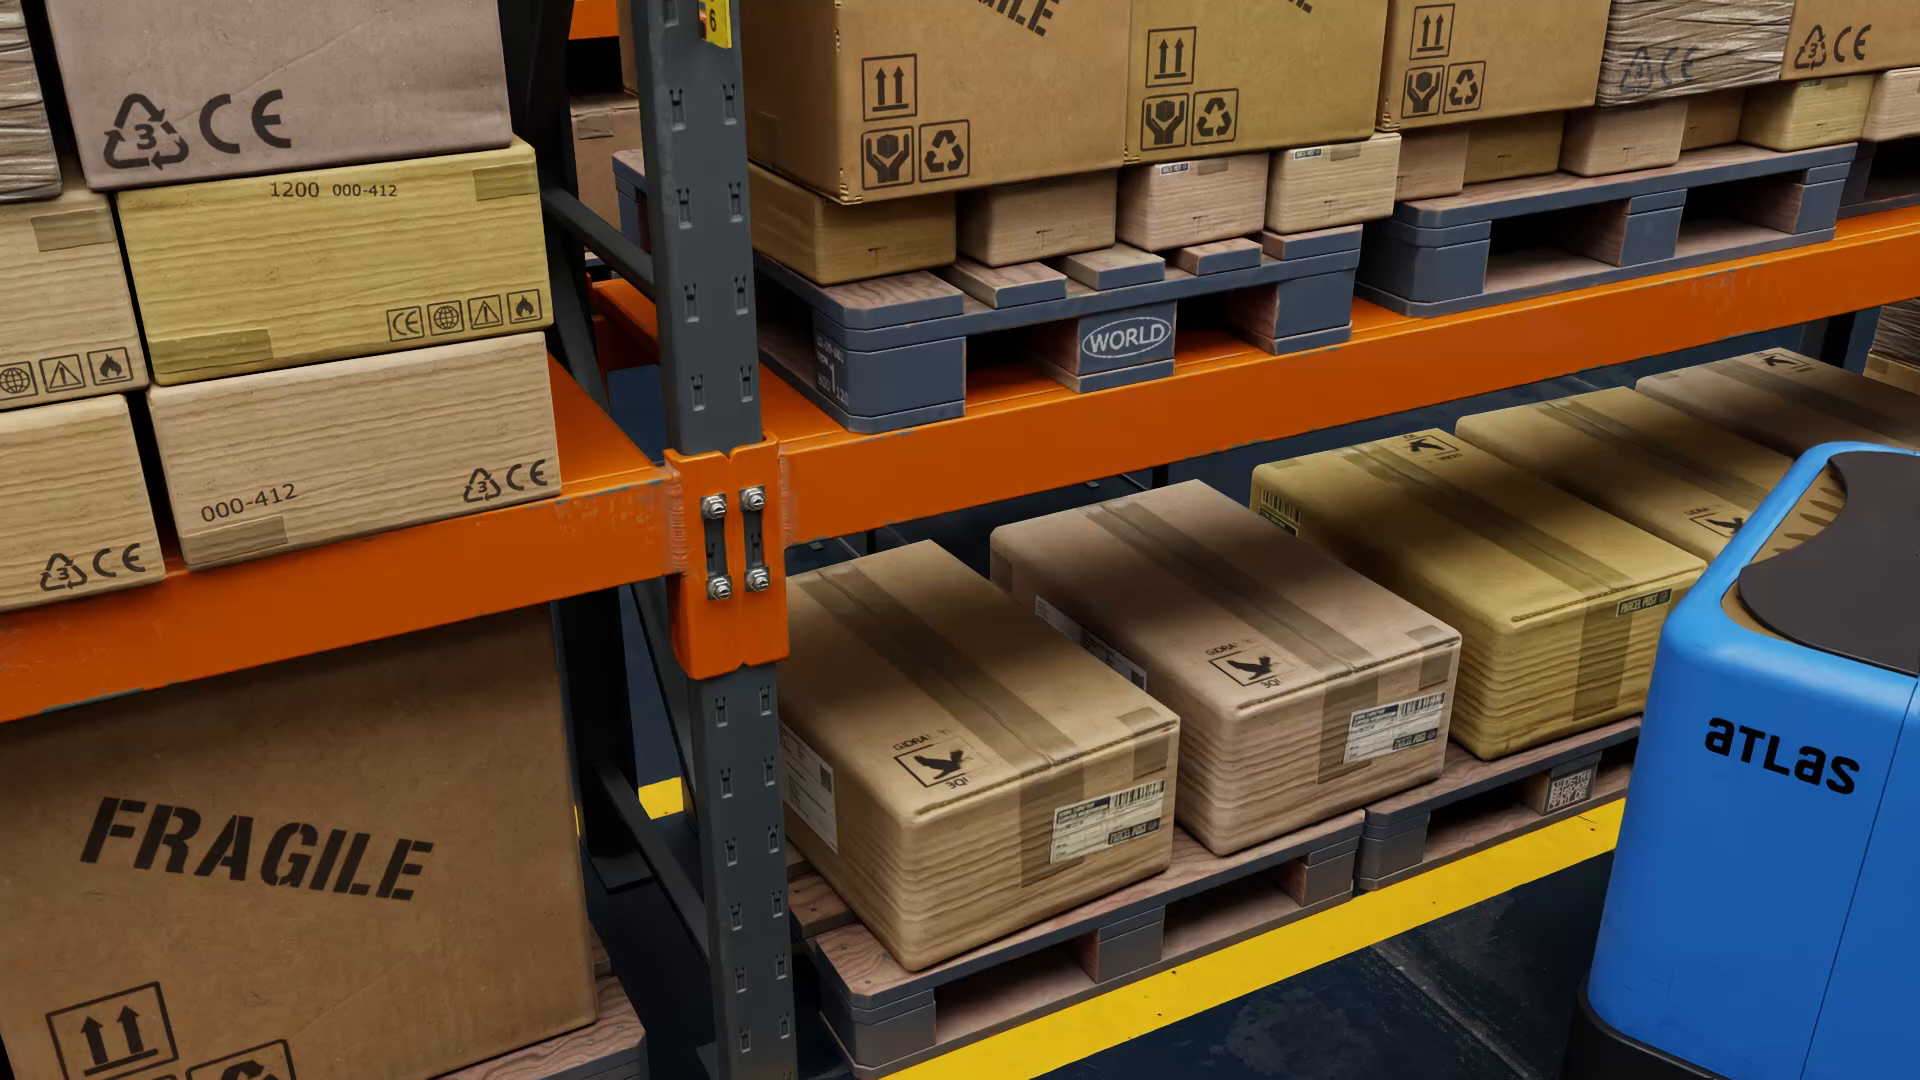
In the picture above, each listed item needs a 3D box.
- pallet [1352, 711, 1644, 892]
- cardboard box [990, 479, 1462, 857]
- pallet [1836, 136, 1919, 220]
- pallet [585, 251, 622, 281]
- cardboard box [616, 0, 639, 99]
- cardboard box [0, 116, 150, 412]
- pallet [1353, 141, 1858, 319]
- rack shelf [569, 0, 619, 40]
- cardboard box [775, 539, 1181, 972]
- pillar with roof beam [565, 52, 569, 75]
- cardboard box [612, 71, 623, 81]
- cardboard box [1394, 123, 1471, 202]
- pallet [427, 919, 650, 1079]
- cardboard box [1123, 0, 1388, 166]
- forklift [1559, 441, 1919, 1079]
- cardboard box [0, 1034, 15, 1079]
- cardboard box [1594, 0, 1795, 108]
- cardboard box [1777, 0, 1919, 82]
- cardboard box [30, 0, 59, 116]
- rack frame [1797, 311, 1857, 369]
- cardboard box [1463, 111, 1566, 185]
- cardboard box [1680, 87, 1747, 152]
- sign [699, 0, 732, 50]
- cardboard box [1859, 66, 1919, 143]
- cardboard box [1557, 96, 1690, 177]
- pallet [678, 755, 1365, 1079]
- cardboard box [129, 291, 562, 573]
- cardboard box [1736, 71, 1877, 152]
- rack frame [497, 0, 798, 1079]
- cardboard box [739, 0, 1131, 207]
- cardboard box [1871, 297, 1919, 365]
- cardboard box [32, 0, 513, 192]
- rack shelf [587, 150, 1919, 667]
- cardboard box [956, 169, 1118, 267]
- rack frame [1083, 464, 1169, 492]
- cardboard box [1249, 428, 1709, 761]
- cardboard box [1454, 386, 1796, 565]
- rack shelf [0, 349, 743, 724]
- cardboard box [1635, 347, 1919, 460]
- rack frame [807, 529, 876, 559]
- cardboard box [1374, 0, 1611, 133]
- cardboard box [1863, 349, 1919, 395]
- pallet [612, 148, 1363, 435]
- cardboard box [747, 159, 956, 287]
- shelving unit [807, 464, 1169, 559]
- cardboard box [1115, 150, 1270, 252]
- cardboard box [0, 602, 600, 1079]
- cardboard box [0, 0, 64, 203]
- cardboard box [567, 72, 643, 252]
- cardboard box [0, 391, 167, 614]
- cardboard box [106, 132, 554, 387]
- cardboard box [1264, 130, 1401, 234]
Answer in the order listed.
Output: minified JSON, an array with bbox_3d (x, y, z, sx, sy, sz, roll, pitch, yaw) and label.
[{"bbox_3d":[1.183,0.368,4.239,1.213,0.211,1.003,-13,29,-25],"label":"pallet"},{"bbox_3d":[0.568,0.247,3.820,0.625,0.372,0.950,-14,29,-26],"label":"cardboard box"},{"bbox_3d":[2.204,-1.112,4.321,1.213,0.211,1.003,-13,29,-25],"label":"pallet"},{"bbox_3d":[-2.177,-1.274,7.660,1.213,0.211,1.003,-13,29,-25],"label":"pallet"},{"bbox_3d":[-0.312,-1.051,3.028,0.500,0.500,0.500,-14,29,-27],"label":"cardboard box"},{"bbox_3d":[-1.341,-0.340,2.087,0.500,0.250,0.500,-14,29,-26],"label":"cardboard box"},{"bbox_3d":[1.145,-0.816,3.705,1.213,0.211,1.003,-13,29,-25],"label":"pallet"},{"bbox_3d":[-1.157,-2.461,7.742,4.000,0.370,1.077,-13,29,-25],"label":"rack shelf"},{"bbox_3d":[-0.079,0.401,3.501,0.625,0.372,0.950,-15,30,-29],"label":"cardboard box"},{"bbox_3d":[-0.169,-4.048,3.285,0.400,9.000,9.100,-13,29,-25],"label":"pillar with roof beam"},{"bbox_3d":[-1.198,-1.892,7.984,0.625,0.625,0.875,-14,29,-27],"label":"cardboard box"},{"bbox_3d":[0.749,-0.765,3.182,0.250,0.149,0.380,-11,28,-22],"label":"cardboard box"},{"bbox_3d":[-1.314,0.905,3.120,1.213,0.211,1.003,-13,29,-25],"label":"pallet"},{"bbox_3d":[0.380,-0.964,2.848,0.500,0.500,0.500,-11,28,-22],"label":"cardboard box"},{"bbox_3d":[2.543,-0.007,1.879,3.031,2.935,1.130,19,31,34],"label":"forklift"},{"bbox_3d":[-2.020,0.574,2.558,0.875,0.875,0.875,-13,28,-24],"label":"cardboard box"},{"bbox_3d":[1.290,-1.174,3.284,0.500,0.500,0.500,-14,29,-27],"label":"cardboard box"},{"bbox_3d":[1.752,-1.281,3.507,0.500,0.500,0.500,-12,28,-23],"label":"cardboard box"},{"bbox_3d":[-1.566,-0.867,2.320,0.500,0.500,0.500,-13,28,-25],"label":"cardboard box"},{"bbox_3d":[2.947,-1.298,4.488,0.127,3.000,1.000,-13,29,-25],"label":"rack frame"},{"bbox_3d":[0.979,-0.837,3.333,0.250,0.149,0.380,-12,28,-23],"label":"cardboard box"},{"bbox_3d":[1.435,-0.947,3.562,0.250,0.149,0.380,-14,29,-27],"label":"cardboard box"},{"bbox_3d":[-0.318,-0.794,2.101,0.005,0.325,0.100,-13,29,-25],"label":"sign"},{"bbox_3d":[1.948,-0.998,3.667,0.250,0.149,0.380,-13,28,-25],"label":"cardboard box"},{"bbox_3d":[1.241,-0.865,3.392,0.250,0.149,0.380,-12,28,-23],"label":"cardboard box"},{"bbox_3d":[0.108,0.615,3.725,1.213,0.211,1.003,-13,29,-25],"label":"pallet"},{"bbox_3d":[-0.906,-0.214,2.403,0.500,0.250,0.500,-14,29,-27],"label":"cardboard box"},{"bbox_3d":[1.716,-0.962,3.592,0.250,0.149,0.380,-13,29,-25],"label":"cardboard box"},{"bbox_3d":[-0.582,-0.483,2.791,0.127,3.000,1.000,-13,29,-25],"label":"rack frame"},{"bbox_3d":[-0.076,-0.855,2.621,0.500,0.500,0.500,-14,29,-27],"label":"cardboard box"},{"bbox_3d":[3.343,-0.809,5.294,0.500,0.500,0.500,-13,29,-26],"label":"cardboard box"},{"bbox_3d":[-0.916,-0.774,2.126,0.500,0.500,0.500,-14,29,-26],"label":"cardboard box"},{"bbox_3d":[1.182,-0.566,3.795,4.000,0.370,1.077,-13,29,-25],"label":"rack shelf"},{"bbox_3d":[0.057,-0.599,2.838,0.250,0.149,0.380,-15,29,-28],"label":"cardboard box"},{"bbox_3d":[0.524,-0.797,5.177,0.032,1.500,0.500,-13,29,-25],"label":"rack frame"},{"bbox_3d":[1.240,0.095,4.137,0.625,0.372,0.950,-12,28,-23],"label":"cardboard box"},{"bbox_3d":[1.853,-0.047,4.434,0.625,0.372,0.950,-11,28,-22],"label":"cardboard box"},{"bbox_3d":[-2.347,0.248,2.099,4.000,0.370,1.077,-13,29,-25],"label":"rack shelf"},{"bbox_3d":[2.485,-0.195,4.741,0.625,0.372,0.950,-13,28,-24],"label":"cardboard box"},{"bbox_3d":[-0.373,-0.590,4.746,0.032,1.500,0.500,-13,29,-25],"label":"rack frame"},{"bbox_3d":[0.845,-1.075,3.078,0.500,0.500,0.500,-12,28,-24],"label":"cardboard box"},{"bbox_3d":[3.342,-0.471,5.457,0.500,0.250,0.500,-12,28,-23],"label":"cardboard box"},{"bbox_3d":[-0.004,-0.583,3.220,1.003,0.211,1.213,-13,29,-25],"label":"pallet"},{"bbox_3d":[-0.208,-0.555,2.745,0.250,0.149,0.380,-15,29,-28],"label":"cardboard box"},{"bbox_3d":[0.075,-0.693,4.962,1.048,1.500,0.538,-13,29,-25],"label":"shelving unit"},{"bbox_3d":[0.320,-0.638,2.917,0.250,0.149,0.380,-15,29,-28],"label":"cardboard box"},{"bbox_3d":[-1.231,0.394,2.933,0.875,0.875,0.875,-13,29,-26],"label":"cardboard box"},{"bbox_3d":[-1.364,-0.666,1.902,0.500,0.500,0.500,-12,28,-24],"label":"cardboard box"},{"bbox_3d":[-1.792,-1.755,7.698,0.625,0.625,0.875,-12,28,-23],"label":"cardboard box"},{"bbox_3d":[-1.350,-0.104,2.173,0.500,0.250,0.500,-12,28,-24],"label":"cardboard box"},{"bbox_3d":[-0.890,-0.445,2.308,0.500,0.250,0.500,-13,29,-25],"label":"cardboard box"},{"bbox_3d":[0.573,-0.686,3.018,0.250,0.149,0.380,-13,28,-25],"label":"cardboard box"}]
